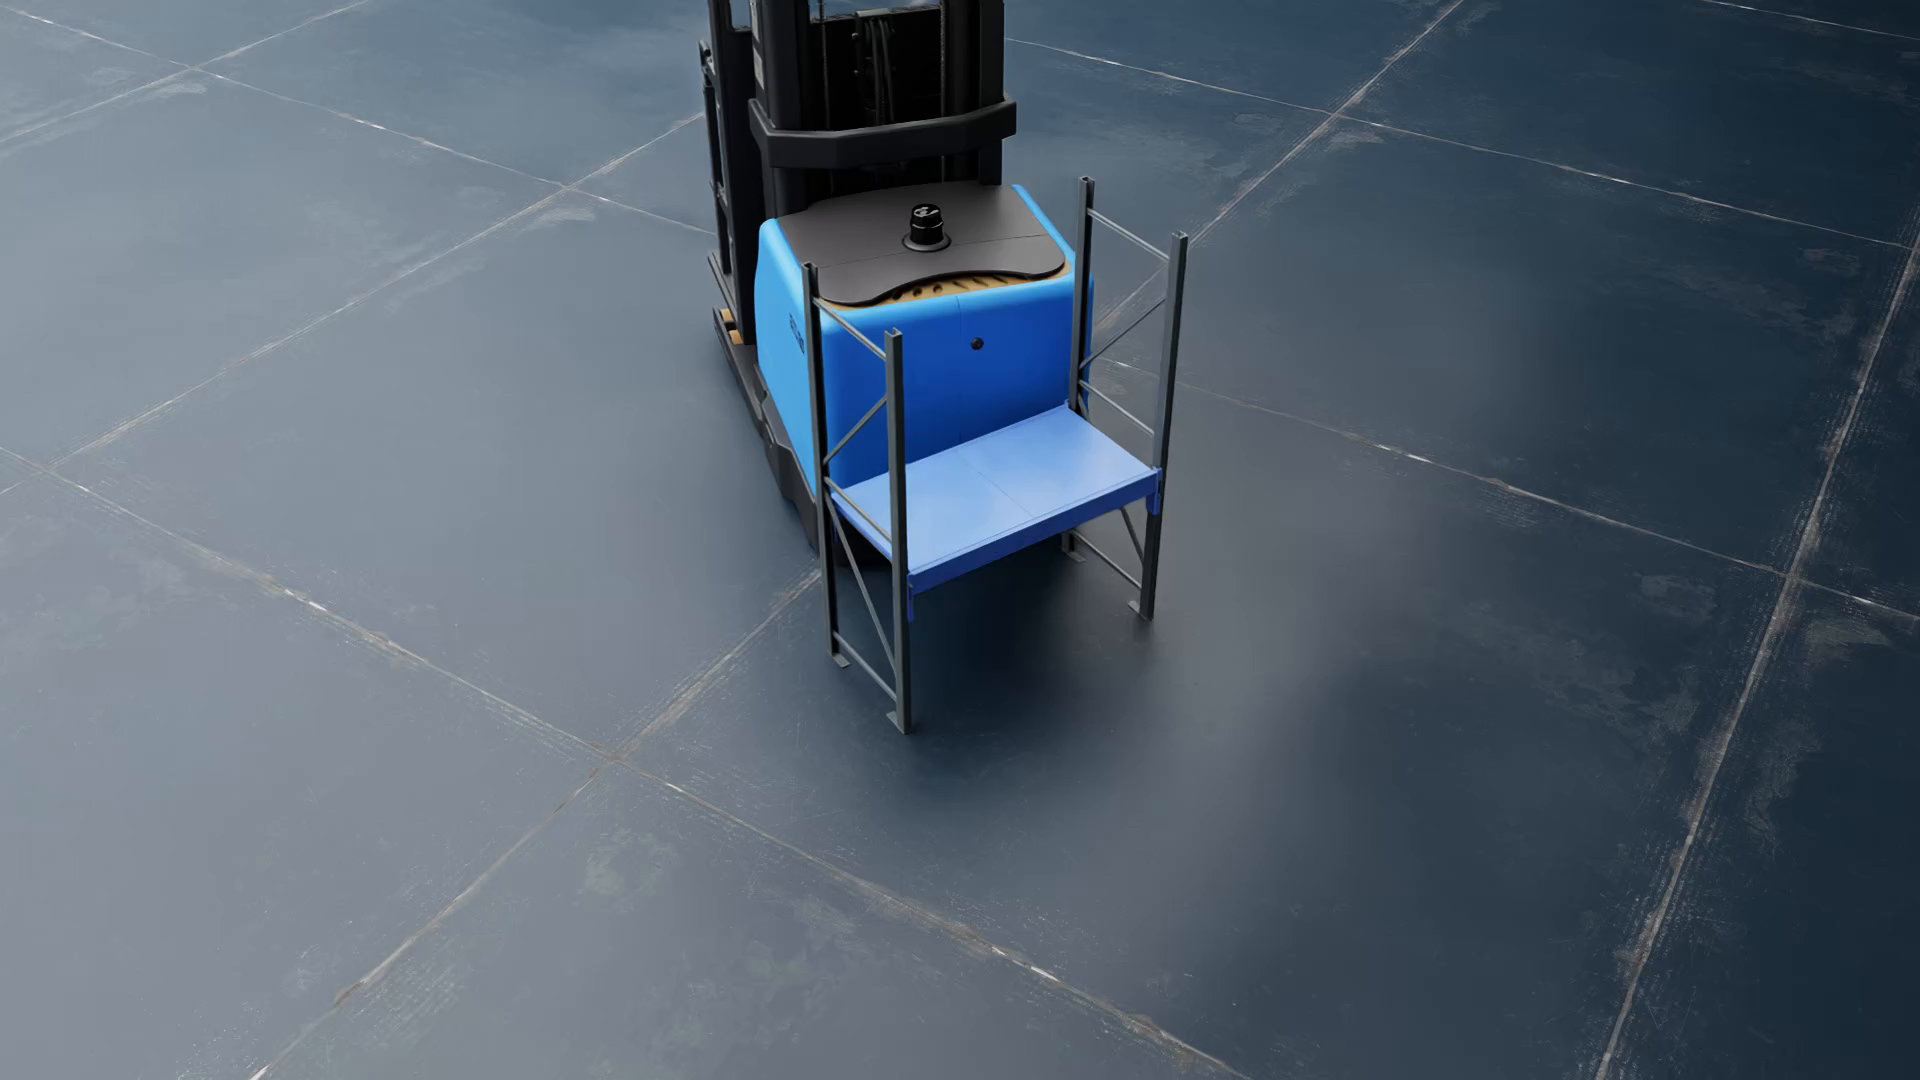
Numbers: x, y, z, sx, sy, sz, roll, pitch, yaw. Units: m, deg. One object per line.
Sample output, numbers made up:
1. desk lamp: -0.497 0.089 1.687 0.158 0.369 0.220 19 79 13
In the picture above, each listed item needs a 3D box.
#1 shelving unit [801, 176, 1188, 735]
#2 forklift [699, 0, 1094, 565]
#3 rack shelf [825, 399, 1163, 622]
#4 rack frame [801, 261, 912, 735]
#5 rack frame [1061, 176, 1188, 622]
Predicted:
1. shelving unit: 0.111 -0.262 5.362 1.048 1.500 0.538 -23 43 -26
2. forklift: -0.454 -1.973 6.409 1.130 2.935 3.031 -11 39 -14
3. rack shelf: 0.111 -0.120 5.472 1.000 0.185 0.538 -23 43 -26
4. rack frame: -0.310 -0.088 5.135 0.032 1.500 0.500 -23 43 -26
5. rack frame: 0.531 -0.437 5.588 0.032 1.500 0.500 -23 43 -26
